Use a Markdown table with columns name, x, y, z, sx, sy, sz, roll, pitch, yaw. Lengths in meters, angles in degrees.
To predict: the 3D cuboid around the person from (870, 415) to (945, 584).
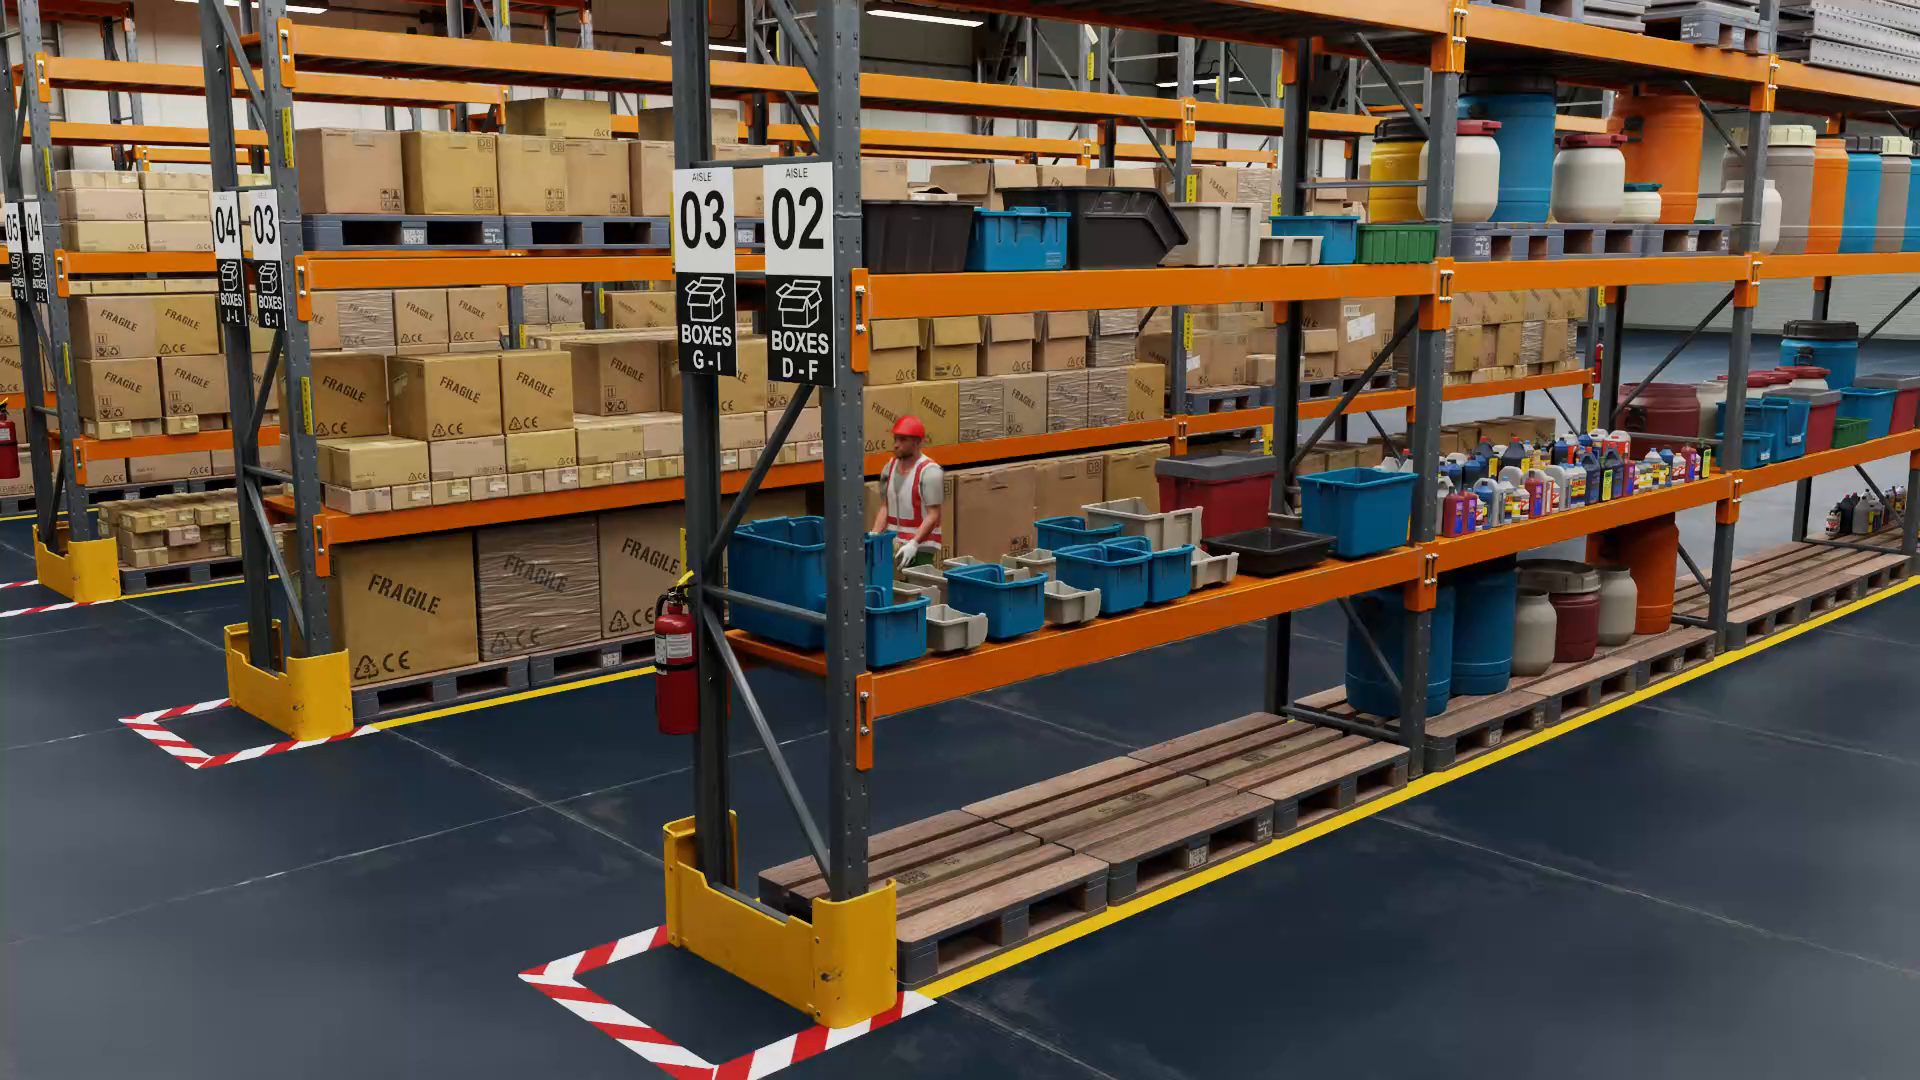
| name | x | y | z | sx | sy | sz | roll | pitch | yaw |
| --- | --- | --- | --- | --- | --- | --- | --- | --- | --- |
| person | -0.360 | 0.073 | 10.948 | 0.462 | 1.792 | 0.535 | -10 | 14 | -44 |
